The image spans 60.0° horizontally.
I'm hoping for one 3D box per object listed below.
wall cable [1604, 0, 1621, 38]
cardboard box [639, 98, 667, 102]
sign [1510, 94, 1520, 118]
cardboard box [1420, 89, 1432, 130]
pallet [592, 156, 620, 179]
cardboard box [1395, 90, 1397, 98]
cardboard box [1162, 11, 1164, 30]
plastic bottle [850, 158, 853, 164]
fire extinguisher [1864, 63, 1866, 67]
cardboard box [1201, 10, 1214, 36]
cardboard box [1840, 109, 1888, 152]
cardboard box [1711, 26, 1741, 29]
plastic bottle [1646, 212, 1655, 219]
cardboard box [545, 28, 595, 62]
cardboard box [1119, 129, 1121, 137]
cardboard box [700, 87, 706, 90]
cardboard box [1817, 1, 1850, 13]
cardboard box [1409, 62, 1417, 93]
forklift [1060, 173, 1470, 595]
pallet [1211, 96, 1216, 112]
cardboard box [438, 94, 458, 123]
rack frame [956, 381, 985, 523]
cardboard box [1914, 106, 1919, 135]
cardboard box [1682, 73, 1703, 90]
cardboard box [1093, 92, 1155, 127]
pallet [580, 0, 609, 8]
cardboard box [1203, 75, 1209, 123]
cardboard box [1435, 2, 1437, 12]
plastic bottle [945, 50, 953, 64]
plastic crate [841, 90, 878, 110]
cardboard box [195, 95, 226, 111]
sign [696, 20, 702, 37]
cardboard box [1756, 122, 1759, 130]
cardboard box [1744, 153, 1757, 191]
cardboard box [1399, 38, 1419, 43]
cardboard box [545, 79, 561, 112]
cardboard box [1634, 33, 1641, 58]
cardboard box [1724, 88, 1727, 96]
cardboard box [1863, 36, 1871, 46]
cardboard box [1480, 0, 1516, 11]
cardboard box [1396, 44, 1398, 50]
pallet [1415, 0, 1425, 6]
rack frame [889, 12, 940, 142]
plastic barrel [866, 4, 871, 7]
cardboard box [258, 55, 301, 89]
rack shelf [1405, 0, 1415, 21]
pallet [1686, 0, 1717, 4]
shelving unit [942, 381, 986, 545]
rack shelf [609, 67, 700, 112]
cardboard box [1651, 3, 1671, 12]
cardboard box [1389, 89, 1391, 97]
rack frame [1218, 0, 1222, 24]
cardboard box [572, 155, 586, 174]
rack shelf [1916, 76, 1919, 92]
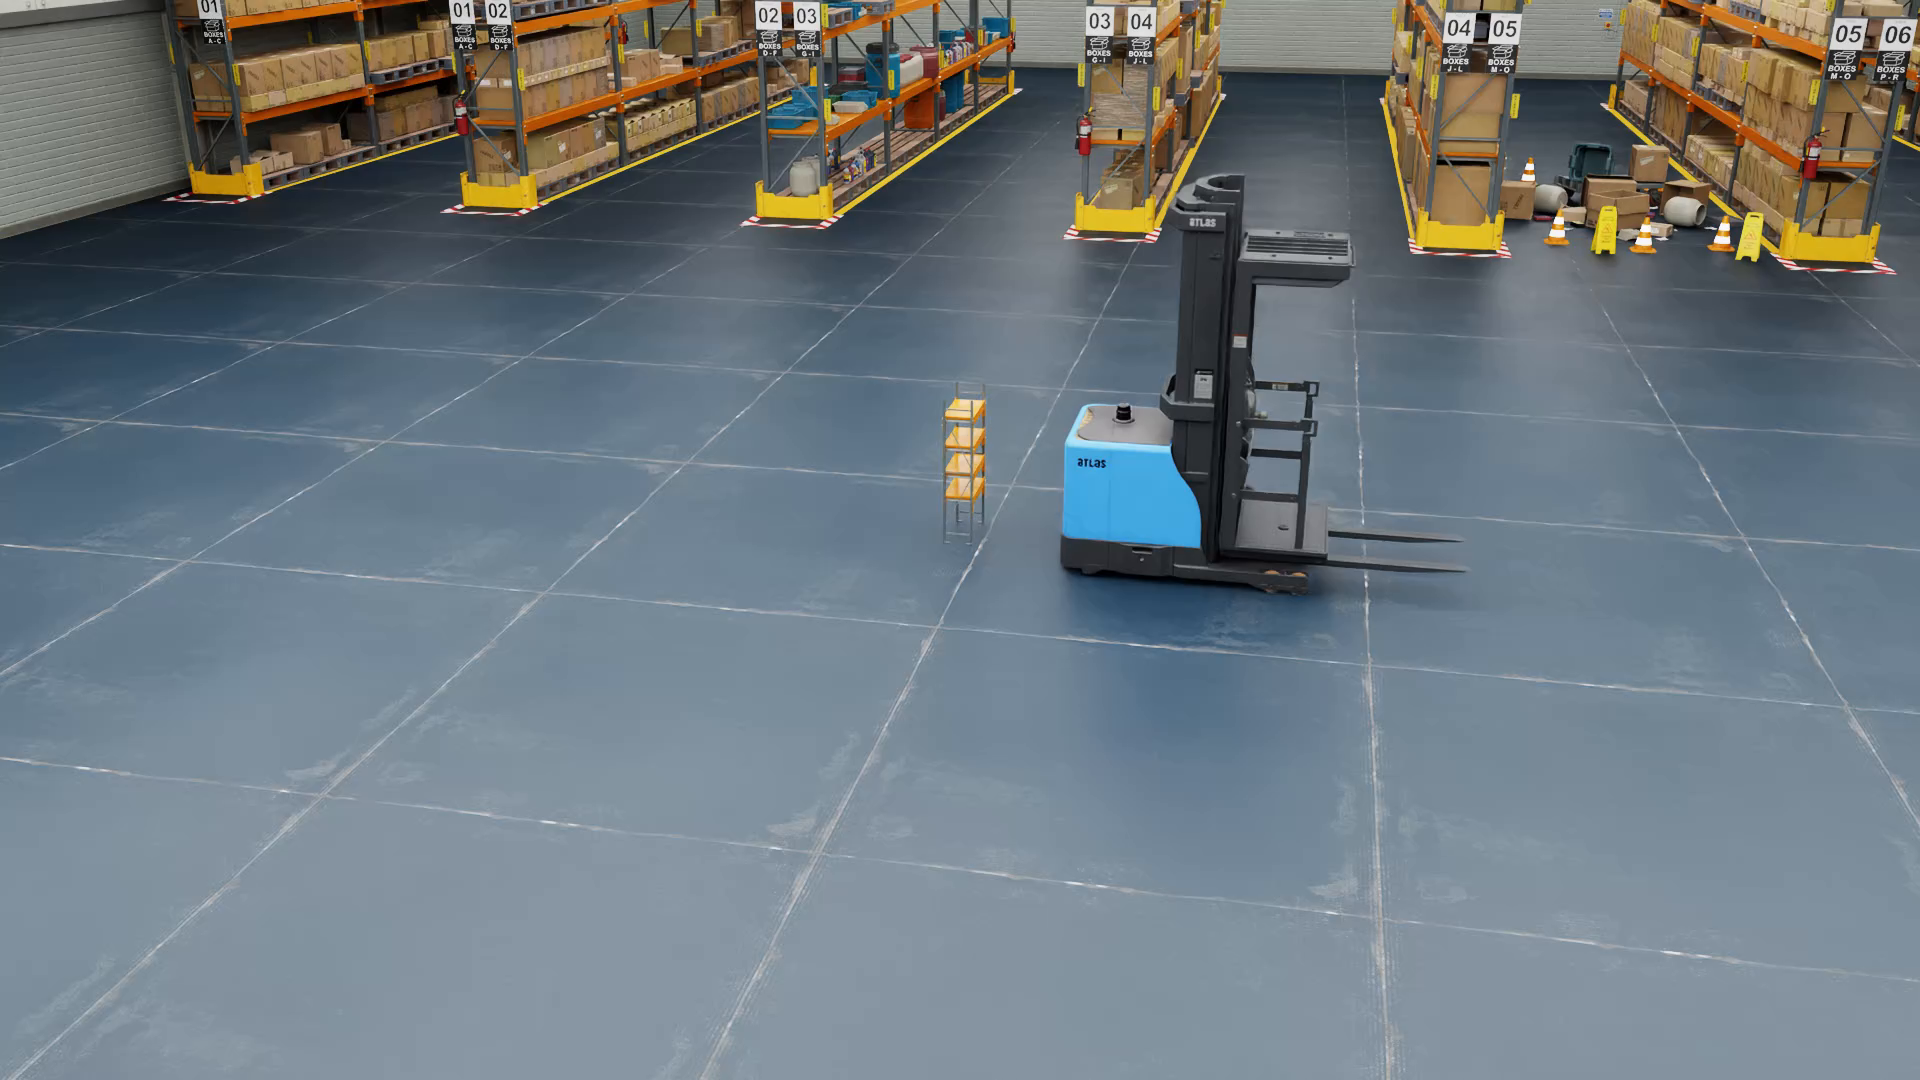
[{"bbox_3d":[16.402,-13.681,41.937,0.585,1.953,0.123,4,22,11],"label":"wall cable"},{"bbox_3d":[-6.151,-8.728,33.407,0.500,0.311,0.500,5,23,13],"label":"cardboard box"},{"bbox_3d":[7.686,-6.014,23.036,0.100,0.325,0.005,4,22,11],"label":"sign"},{"bbox_3d":[7.581,-6.625,25.618,0.875,0.550,0.550,4,22,11],"label":"cardboard box"},{"bbox_3d":[-6.776,-6.673,29.671,1.003,0.211,1.213,4,22,11],"label":"pallet"},{"bbox_3d":[9.467,-9.495,35.402,0.380,0.149,0.250,4,22,10],"label":"cardboard box"},{"bbox_3d":[2.759,-7.703,24.680,0.500,0.250,0.500,4,22,10],"label":"cardboard box"},{"bbox_3d":[-1.820,-6.323,28.115,0.061,0.283,0.133,4,22,11],"label":"plastic bottle"},{"bbox_3d":[19.712,-10.634,36.376,0.296,0.674,0.183,4,22,11],"label":"fire extinguisher"},{"bbox_3d":[5.213,-11.175,35.915,0.500,0.500,0.500,4,22,11],"label":"cardboard box"},{"bbox_3d":[12.378,-5.616,22.781,0.500,0.500,0.500,4,22,10],"label":"cardboard box"},{"bbox_3d":[14.195,-9.248,30.858,0.500,0.500,0.500,5,22,12],"label":"cardboard box"},{"bbox_3d":[10.727,-5.051,25.842,0.133,0.061,0.283,8,23,20],"label":"plastic bottle"},{"bbox_3d":[-6.759,-8.555,28.740,0.700,0.500,0.500,4,22,11],"label":"cardboard box"},{"bbox_3d":[2.216,-6.130,24.926,0.380,0.149,0.250,4,22,11],"label":"cardboard box"},{"bbox_3d":[-5.689,-9.311,35.245,0.500,0.500,0.500,4,22,9],"label":"cardboard box"},{"bbox_3d":[11.914,-7.257,22.641,0.380,0.149,0.250,4,22,10],"label":"cardboard box"},{"bbox_3d":[8.319,-8.262,29.750,0.500,0.500,0.500,4,22,10],"label":"cardboard box"},{"bbox_3d":[2.340,-1.165,12.354,3.031,2.935,1.130,5,22,11],"label":"forklift"},{"bbox_3d":[5.236,-9.850,37.559,1.003,0.211,1.213,4,22,11],"label":"pallet"},{"bbox_3d":[-10.702,-8.871,34.152,0.700,0.500,0.500,5,22,12],"label":"cardboard box"},{"bbox_3d":[0.084,-0.706,13.532,0.240,1.200,0.015,4,22,11],"label":"rack frame"},{"bbox_3d":[19.000,-8.167,32.431,0.500,0.500,0.500,5,23,13],"label":"cardboard box"},{"bbox_3d":[13.491,-8.341,30.279,0.500,0.250,0.500,4,22,9],"label":"cardboard box"},{"bbox_3d":[2.448,-6.419,24.774,0.875,0.500,0.500,4,22,11],"label":"cardboard box"},{"bbox_3d":[-6.721,-9.291,28.541,1.003,0.211,1.213,4,22,11],"label":"pallet"},{"bbox_3d":[4.465,-9.071,34.173,1.225,0.875,0.875,4,22,9],"label":"cardboard box"},{"bbox_3d":[7.191,-7.841,24.464,0.380,0.149,0.250,5,22,12],"label":"cardboard box"},{"bbox_3d":[-0.220,-9.922,34.170,0.152,0.276,0.135,4,22,11],"label":"plastic bottle"},{"bbox_3d":[-1.684,-7.381,27.895,0.499,0.251,0.616,4,22,11],"label":"plastic crate"},{"bbox_3d":[-12.333,-7.293,27.652,0.500,0.250,0.500,5,22,12],"label":"cardboard box"},{"bbox_3d":[-5.212,-10.213,33.179,0.100,0.325,0.005,4,22,11],"label":"sign"},{"bbox_3d":[12.423,-6.339,25.446,0.380,0.149,0.250,4,22,11],"label":"cardboard box"},{"bbox_3d":[12.344,-5.618,25.432,0.500,0.500,0.500,5,23,13],"label":"cardboard box"},{"bbox_3d":[8.747,-9.682,32.387,0.380,0.149,0.250,5,23,13],"label":"cardboard box"},{"bbox_3d":[-7.071,-7.381,27.563,0.700,0.500,0.500,5,22,11],"label":"cardboard box"},{"bbox_3d":[14.612,-10.468,35.226,0.500,0.500,0.500,5,23,13],"label":"cardboard box"},{"bbox_3d":[12.883,-7.402,27.522,0.380,0.149,0.250,4,22,11],"label":"cardboard box"},{"bbox_3d":[12.361,-6.754,22.460,0.380,0.149,0.250,4,22,9],"label":"cardboard box"},{"bbox_3d":[7.493,-7.478,23.028,0.500,0.250,0.500,4,22,11],"label":"cardboard box"},{"bbox_3d":[8.906,-9.831,33.156,0.380,0.149,0.250,4,22,9],"label":"cardboard box"},{"bbox_3d":[8.696,-9.610,29.468,1.213,0.211,1.003,6,23,13],"label":"pallet"},{"bbox_3d":[-0.908,-9.338,32.556,1.000,3.000,0.127,4,22,11],"label":"rack frame"},{"bbox_3d":[-1.833,-9.702,28.772,0.600,0.901,0.708,4,22,11],"label":"plastic barrel"},{"bbox_3d":[-11.625,-7.976,28.342,0.500,0.500,0.500,4,22,9],"label":"cardboard box"},{"bbox_3d":[9.184,-10.335,31.978,1.077,0.370,4.000,4,22,11],"label":"rack shelf"},{"bbox_3d":[13.722,-9.749,29.812,1.213,0.211,1.003,6,23,13],"label":"pallet"},{"bbox_3d":[0.034,-0.617,13.310,0.258,1.200,0.503,4,22,11],"label":"shelving unit"},{"bbox_3d":[-6.164,-8.652,31.815,1.077,0.370,4.000,4,22,11],"label":"rack shelf"},{"bbox_3d":[14.480,-10.983,34.299,0.380,0.149,0.250,4,22,11],"label":"cardboard box"},{"bbox_3d":[9.988,-10.177,37.891,0.380,0.149,0.250,5,22,12],"label":"cardboard box"},{"bbox_3d":[5.573,-11.887,38.883,1.000,3.000,0.127,4,22,11],"label":"rack frame"},{"bbox_3d":[-6.754,-6.439,28.474,0.500,0.250,0.500,4,22,11],"label":"cardboard box"},{"bbox_3d":[18.910,-8.226,30.757,1.077,0.370,4.000,4,22,11],"label":"rack shelf"}]
